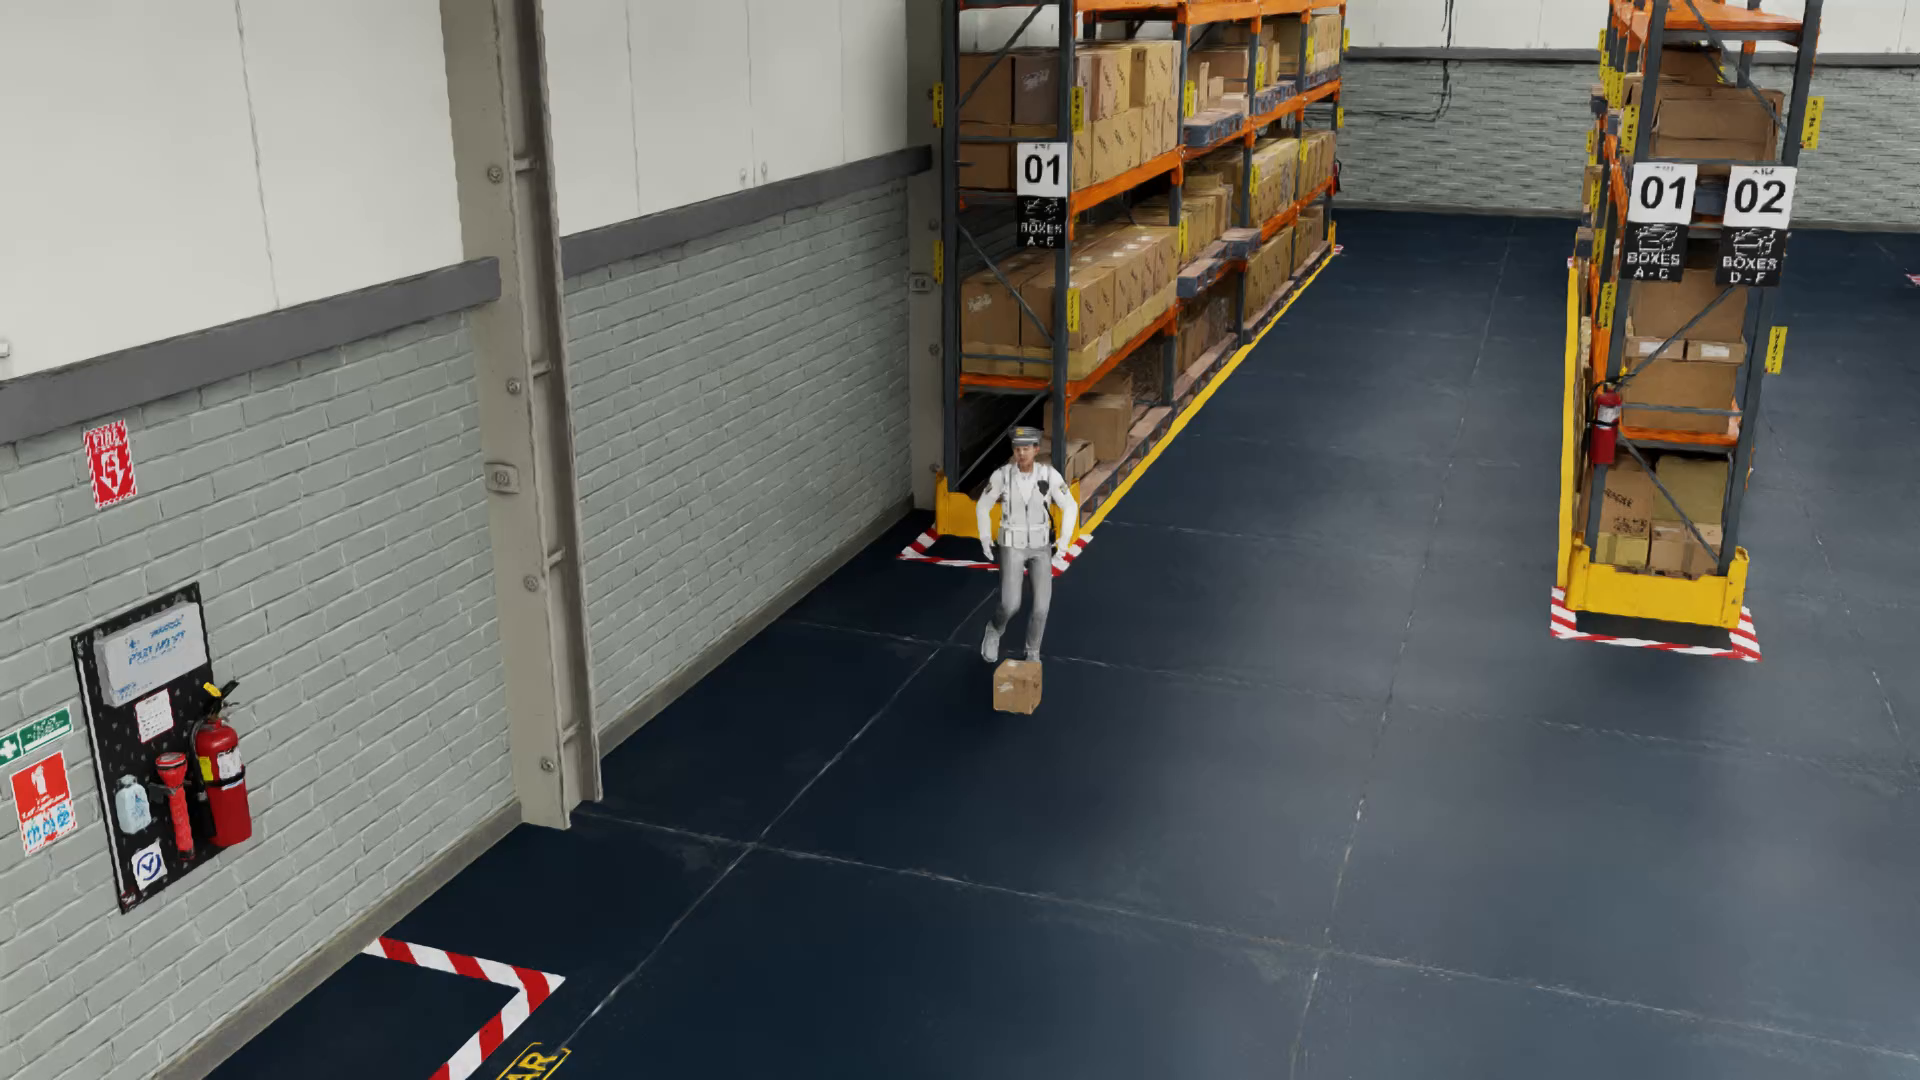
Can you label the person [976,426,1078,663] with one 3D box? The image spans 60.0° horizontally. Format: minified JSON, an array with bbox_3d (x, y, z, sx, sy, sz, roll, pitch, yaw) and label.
[{"bbox_3d":[0.456,0.064,10.889,0.661,1.667,0.465,-3,19,-8],"label":"person"}]
